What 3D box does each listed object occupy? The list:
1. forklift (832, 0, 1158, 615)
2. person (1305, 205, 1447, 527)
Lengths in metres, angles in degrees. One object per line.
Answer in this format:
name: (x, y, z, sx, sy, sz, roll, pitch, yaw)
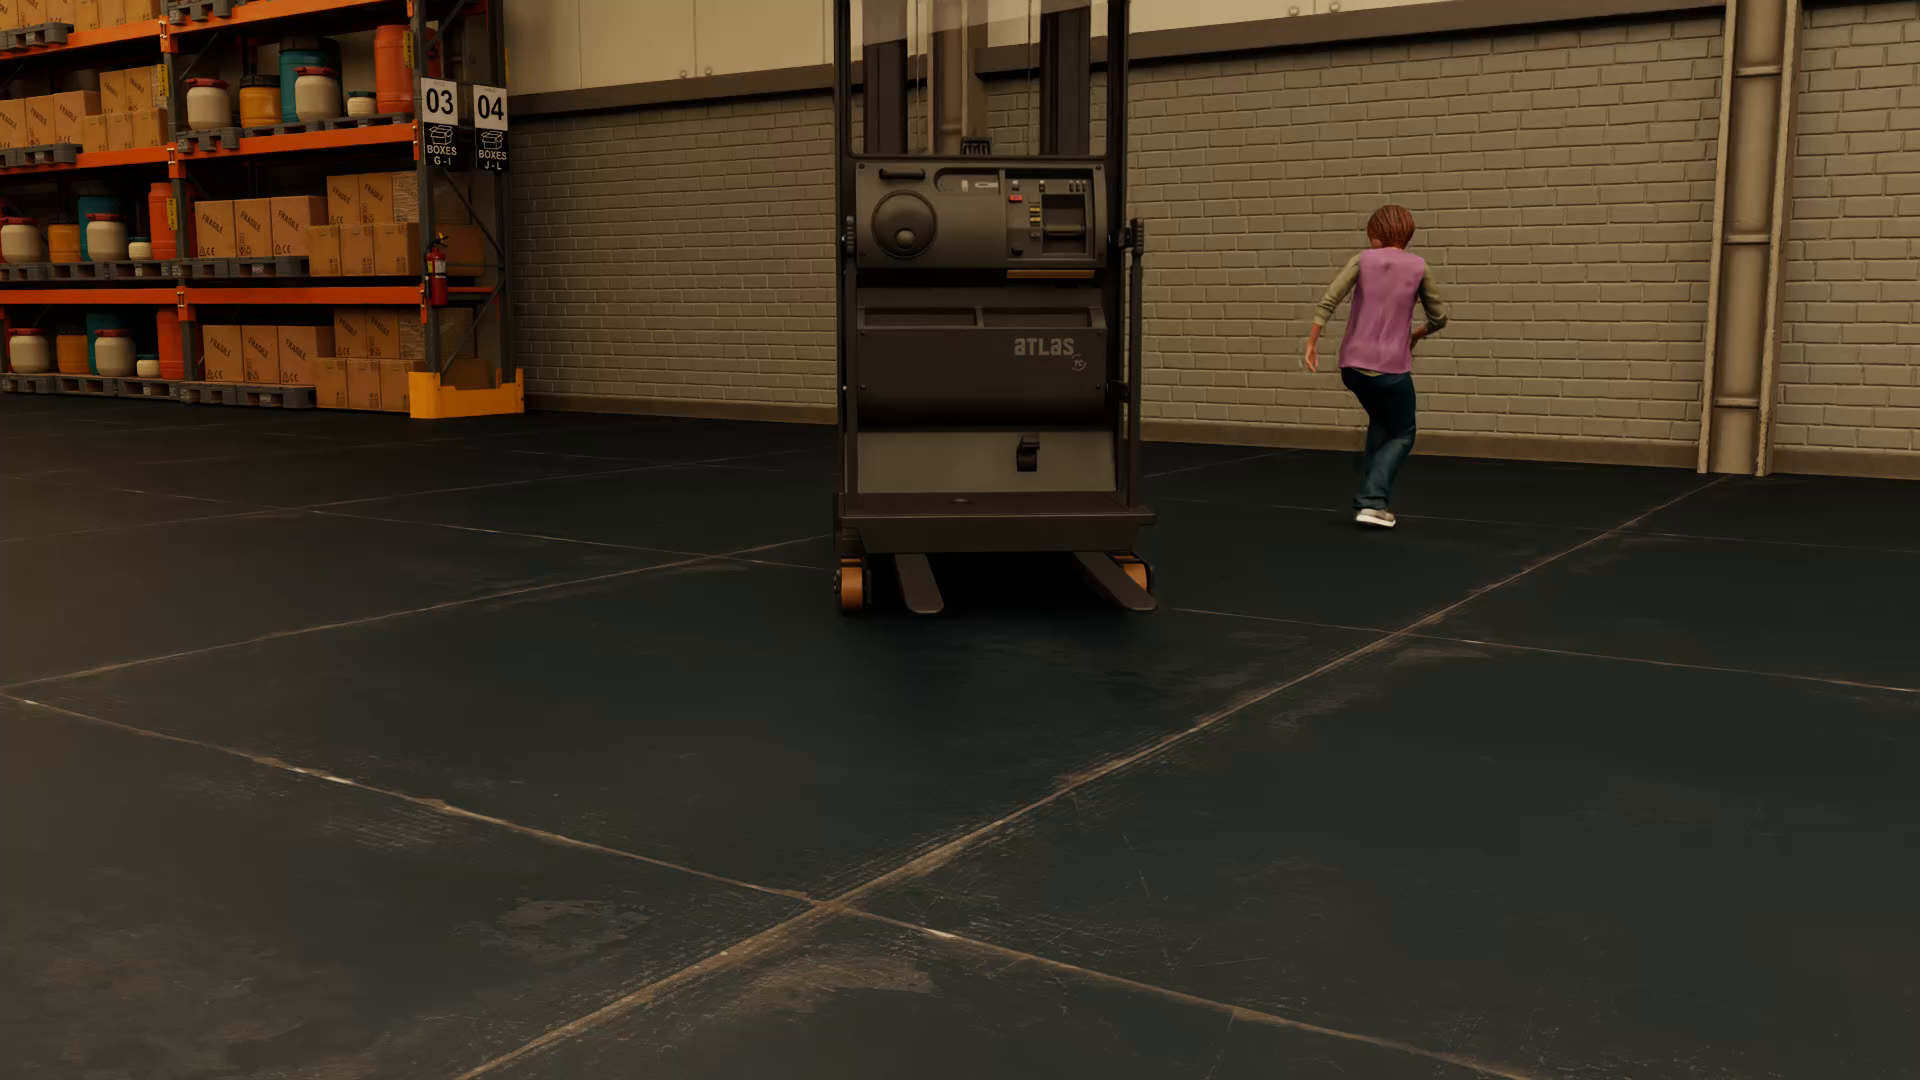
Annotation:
forklift: (0.097, -1.245, 5.950, 1.130, 2.935, 3.031, -1, 8, -4)
person: (2.027, -0.806, 7.989, 0.505, 1.586, 0.693, 6, 10, 38)
